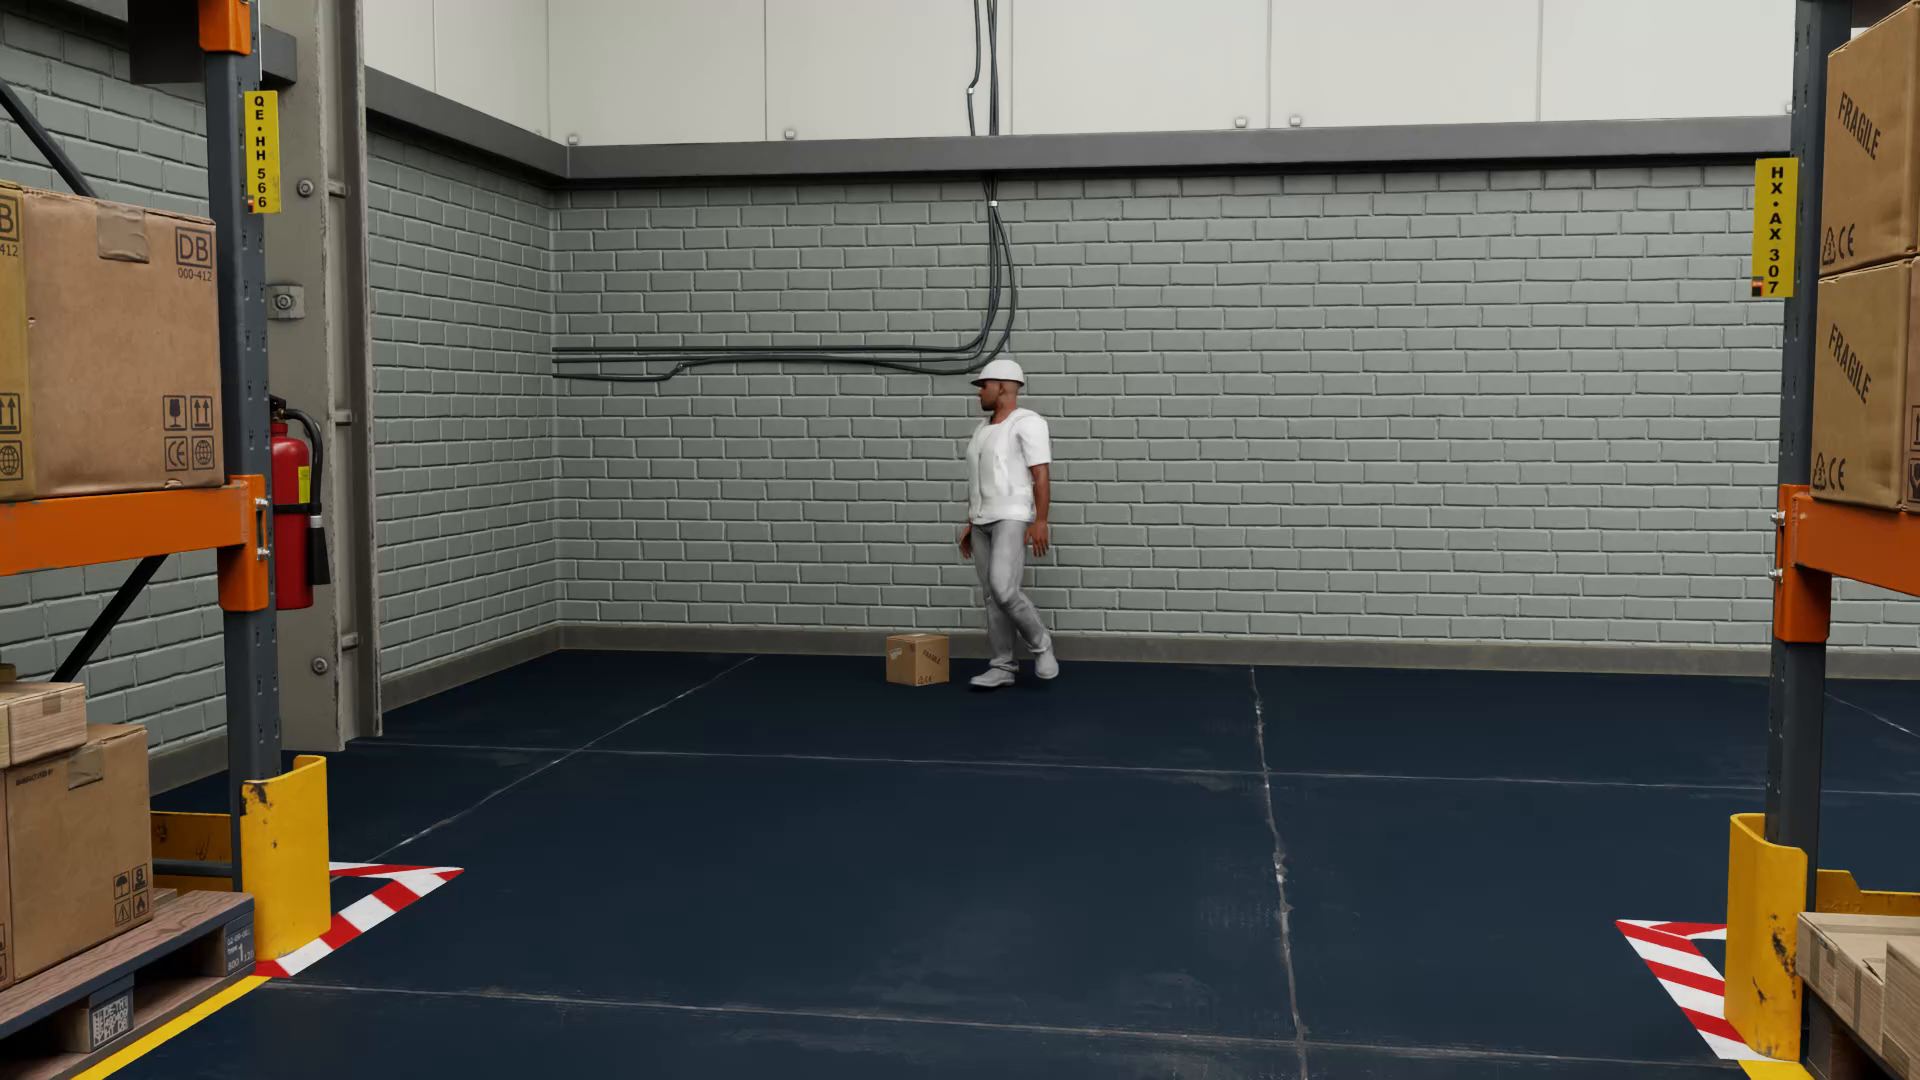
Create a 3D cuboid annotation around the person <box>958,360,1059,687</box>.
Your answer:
[{"bbox_3d":[0.262,-0.086,8.944,0.465,1.760,0.595,-3,5,-35],"label":"person"}]
